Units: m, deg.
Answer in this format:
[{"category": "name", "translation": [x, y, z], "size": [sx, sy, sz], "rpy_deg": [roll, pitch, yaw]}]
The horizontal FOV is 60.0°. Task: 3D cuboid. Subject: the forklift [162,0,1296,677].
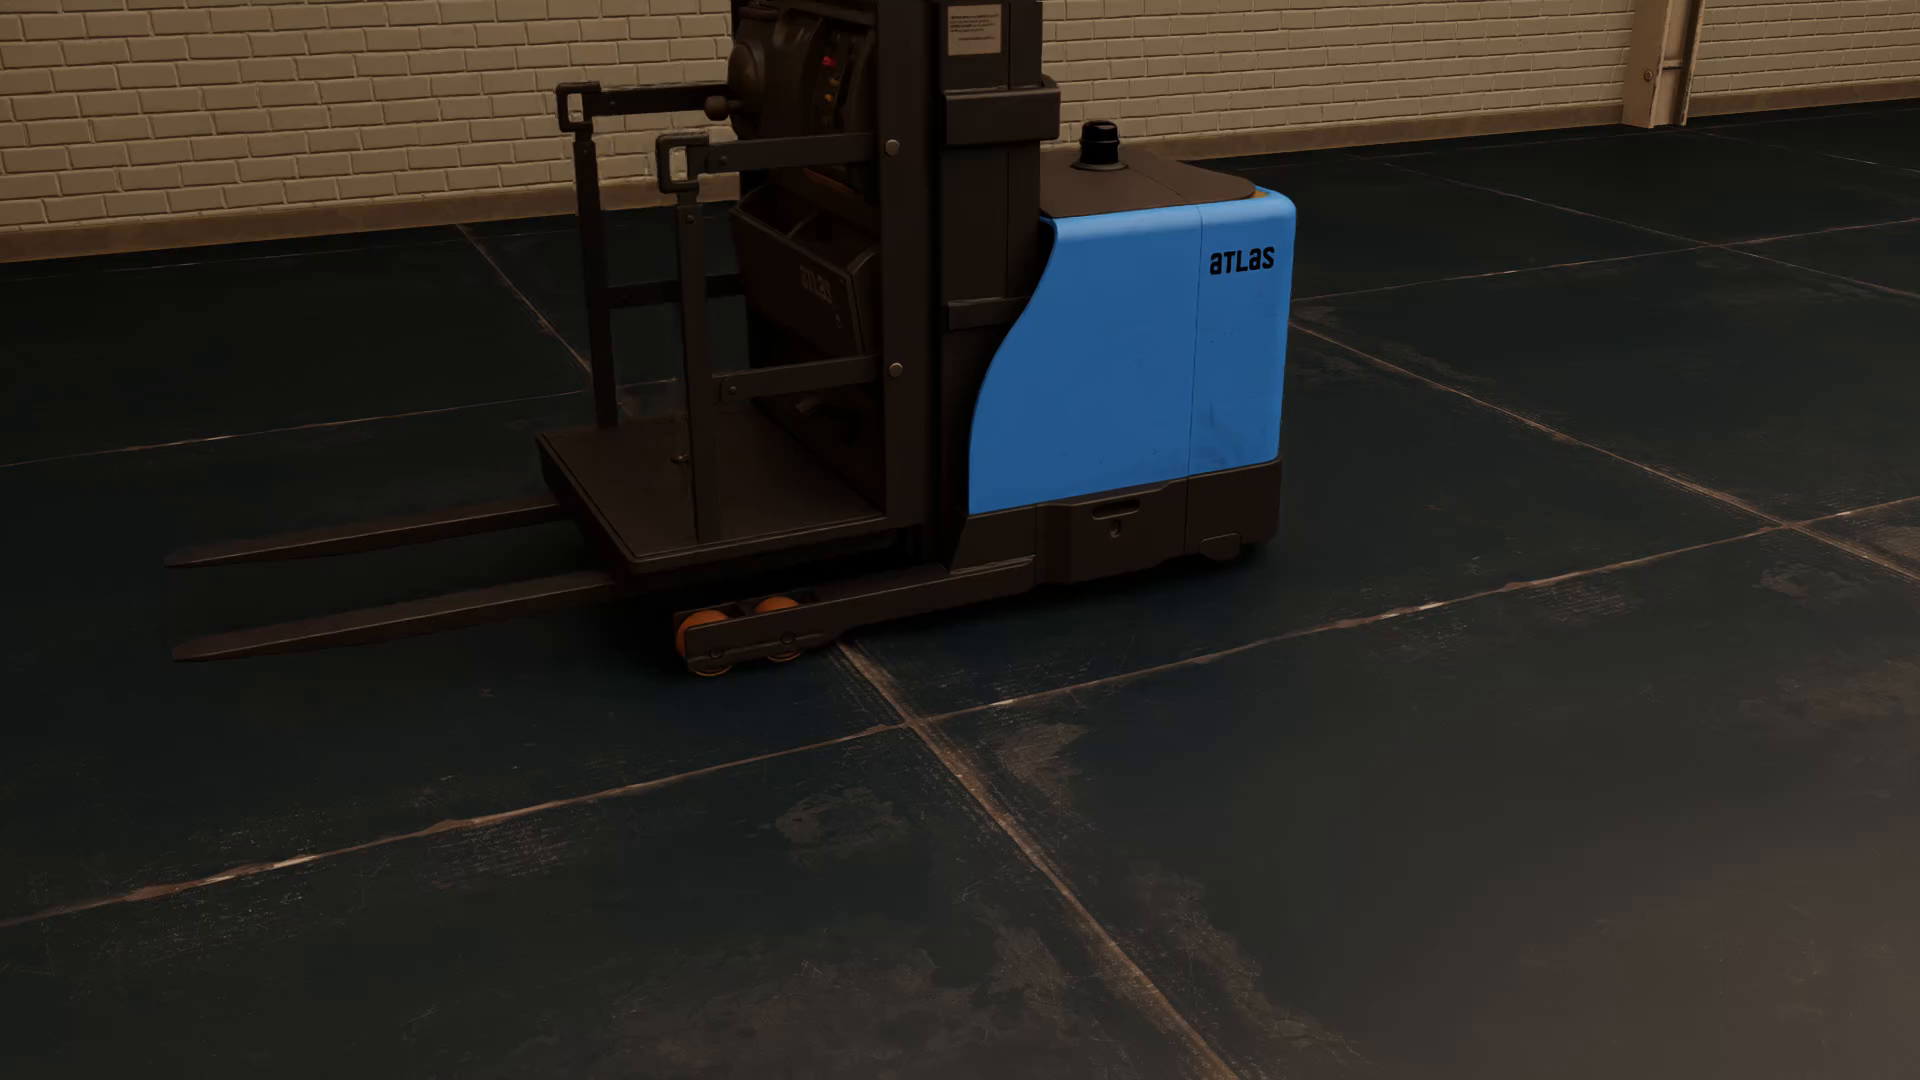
[{"category": "forklift", "translation": [-0.605, -1.234, 4.258], "size": [3.031, 2.935, 1.130], "rpy_deg": [-10, 25, -23]}]
